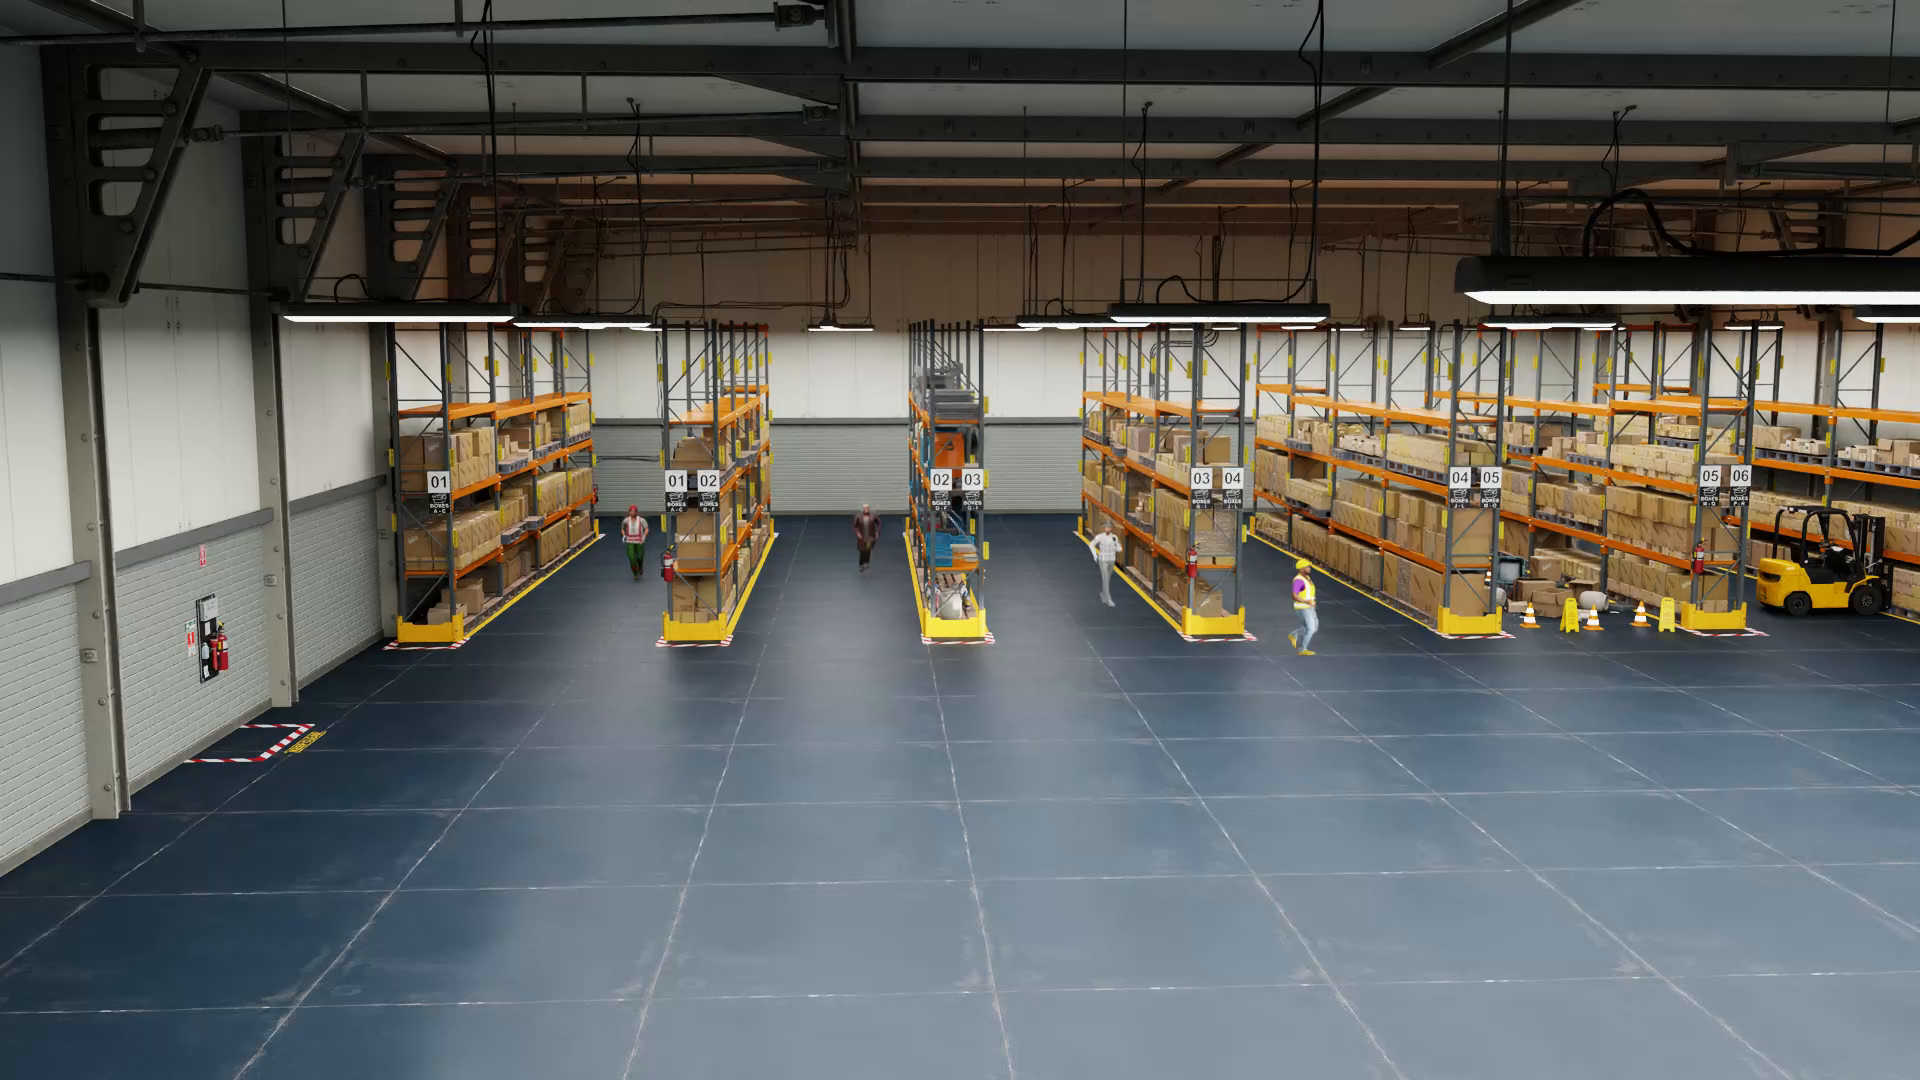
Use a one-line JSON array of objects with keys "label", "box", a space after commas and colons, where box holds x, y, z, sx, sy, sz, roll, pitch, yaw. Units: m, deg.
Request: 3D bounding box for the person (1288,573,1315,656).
[{"label": "person", "box": [6.112, 1.328, 29.766, 0.534, 1.463, 0.676, 4, 8, 29]}]

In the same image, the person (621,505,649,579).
[{"label": "person", "box": [-7.608, 0.056, 38.900, 0.636, 1.741, 0.586, -1, 7, -6]}]

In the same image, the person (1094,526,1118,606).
[{"label": "person", "box": [2.929, 0.477, 33.436, 0.474, 1.687, 0.874, -2, 7, -18]}]

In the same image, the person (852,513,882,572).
[{"label": "person", "box": [-2.190, 0.066, 39.219, 0.718, 1.466, 0.958, 0, 7, 0]}]
